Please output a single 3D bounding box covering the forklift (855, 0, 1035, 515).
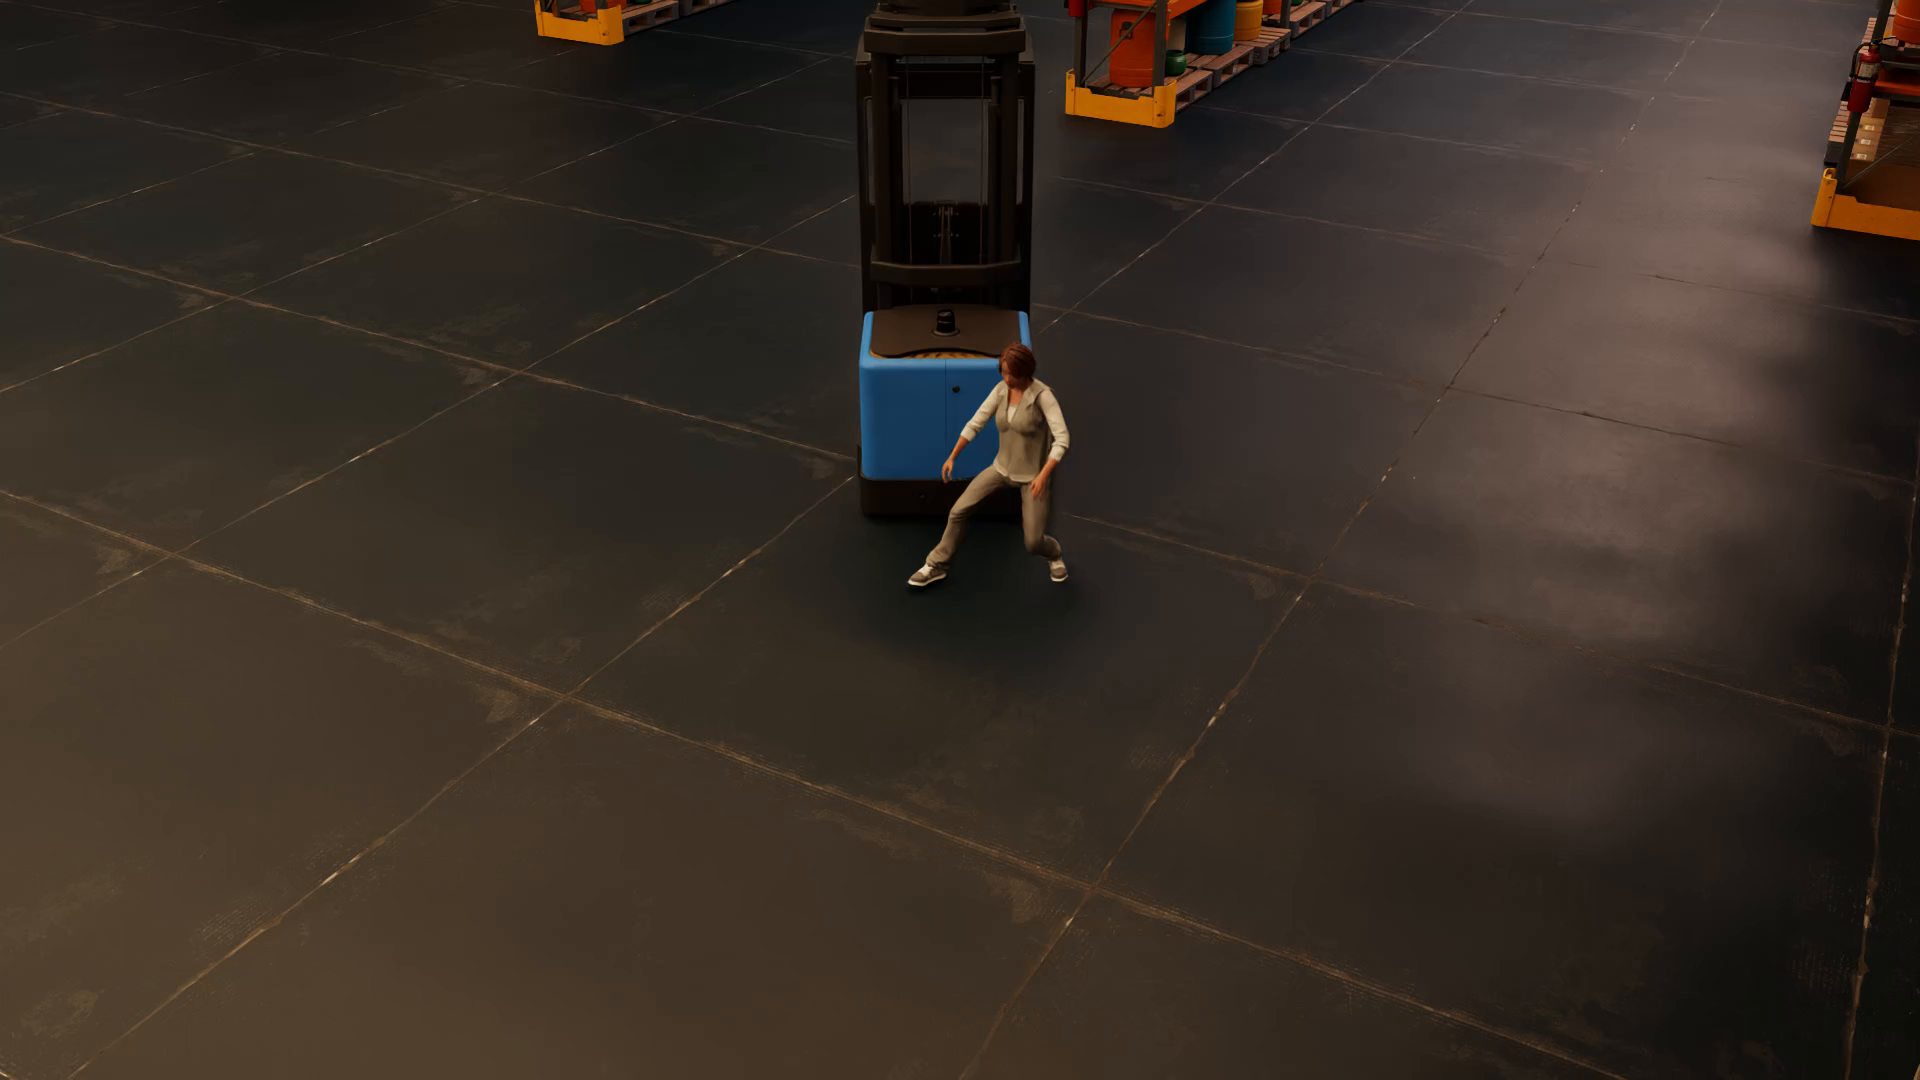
[{"bbox_3d":[-0.091,-2.119,10.742,1.130,2.935,3.031,0,30,0],"label":"forklift"}]

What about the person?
[{"bbox_3d":[0.204,-0.375,9.196,0.750,1.439,0.734,22,37,33],"label":"person"}]
